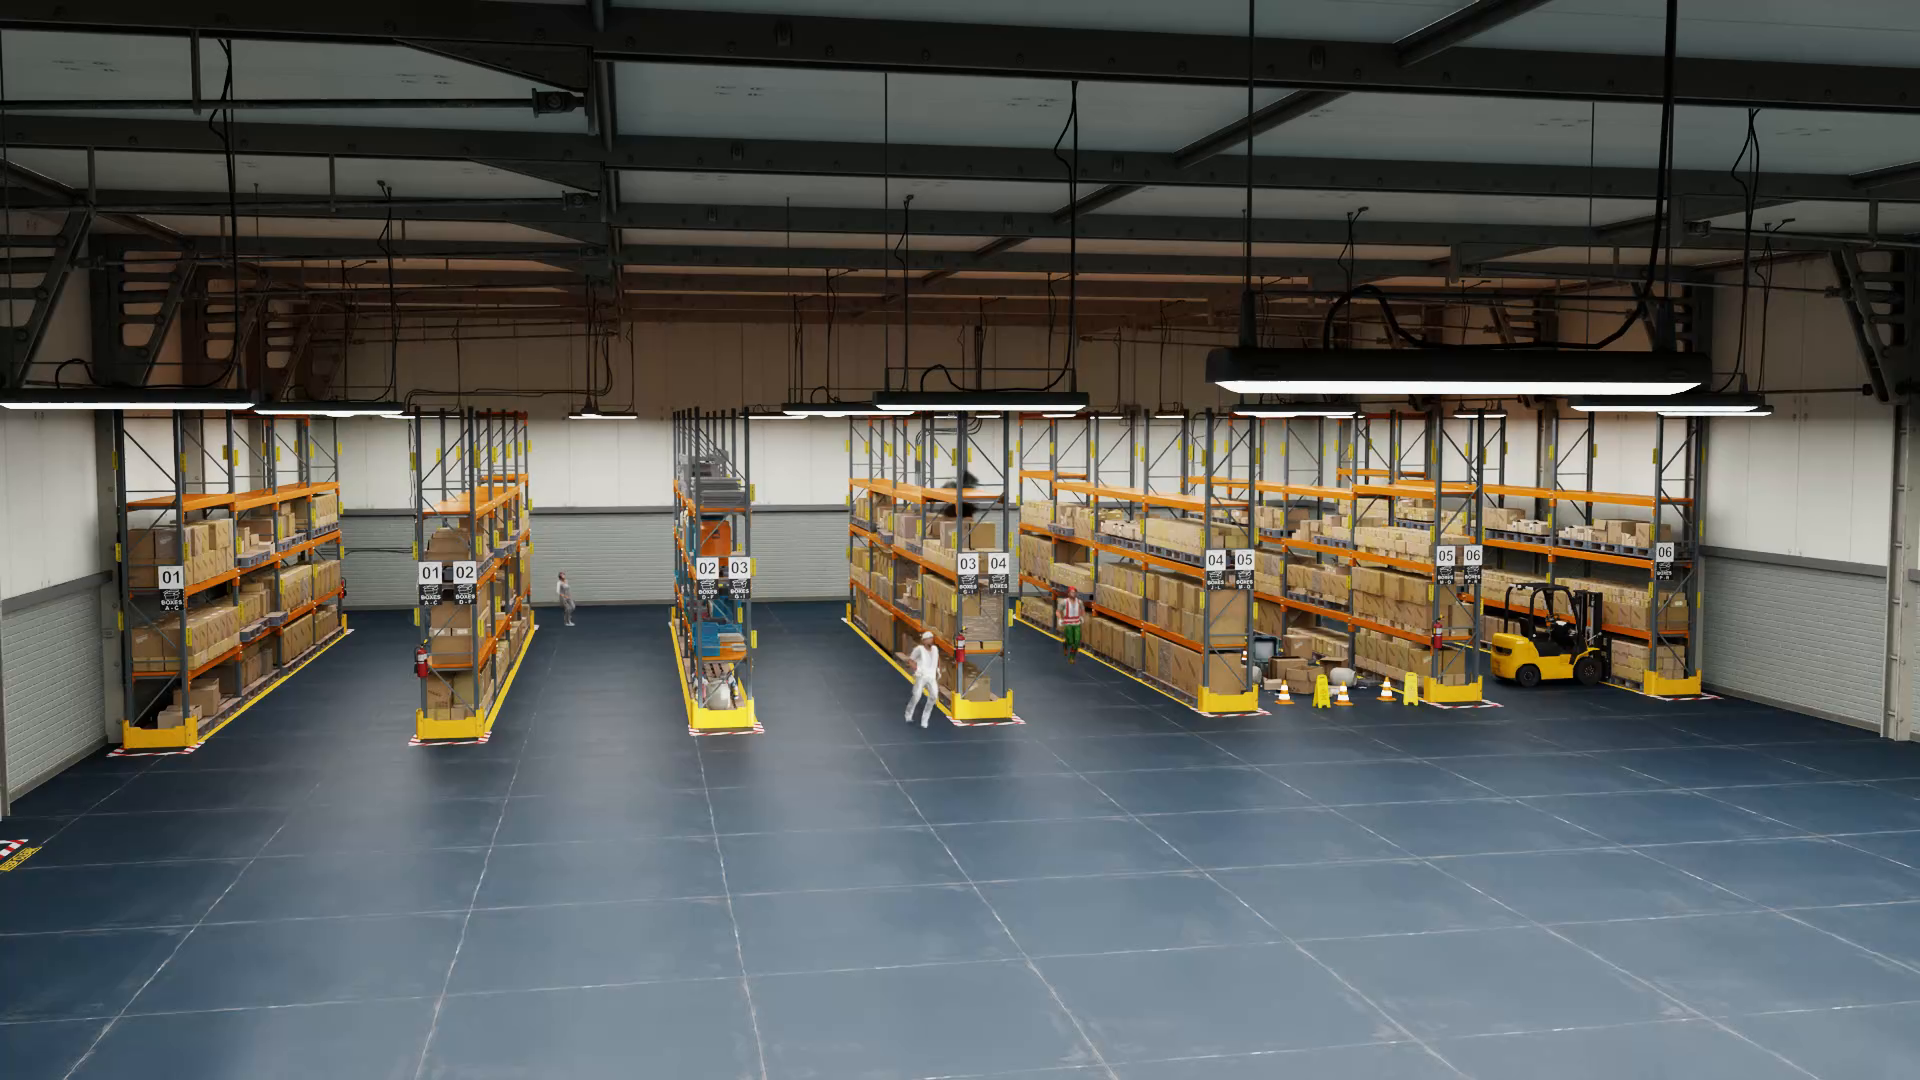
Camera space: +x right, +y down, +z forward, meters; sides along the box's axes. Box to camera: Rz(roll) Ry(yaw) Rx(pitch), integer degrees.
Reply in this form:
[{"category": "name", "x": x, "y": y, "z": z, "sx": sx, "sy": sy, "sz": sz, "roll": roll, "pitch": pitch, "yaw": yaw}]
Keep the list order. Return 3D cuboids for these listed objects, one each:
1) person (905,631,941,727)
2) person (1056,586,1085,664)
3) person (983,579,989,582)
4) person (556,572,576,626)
[{"category": "person", "x": -0.642, "y": 2.627, "z": 31.433, "sx": 0.744, "sy": 1.804, "sz": 0.662, "roll": -2, "pitch": 5, "yaw": -28}, {"category": "person", "x": 2.523, "y": 1.914, "z": 37.586, "sx": 0.671, "sy": 1.743, "sz": 0.596, "roll": -1, "pitch": 4, "yaw": -15}, {"category": "person", "x": 0.711, "y": 1.446, "z": 47.613, "sx": 0.669, "sy": 1.789, "sz": 0.988, "roll": 0, "pitch": 4, "yaw": -1}, {"category": "person", "x": -11.018, "y": 1.655, "z": 46.500, "sx": 0.472, "sy": 1.524, "sz": 0.571, "roll": 3, "pitch": 5, "yaw": 33}]
